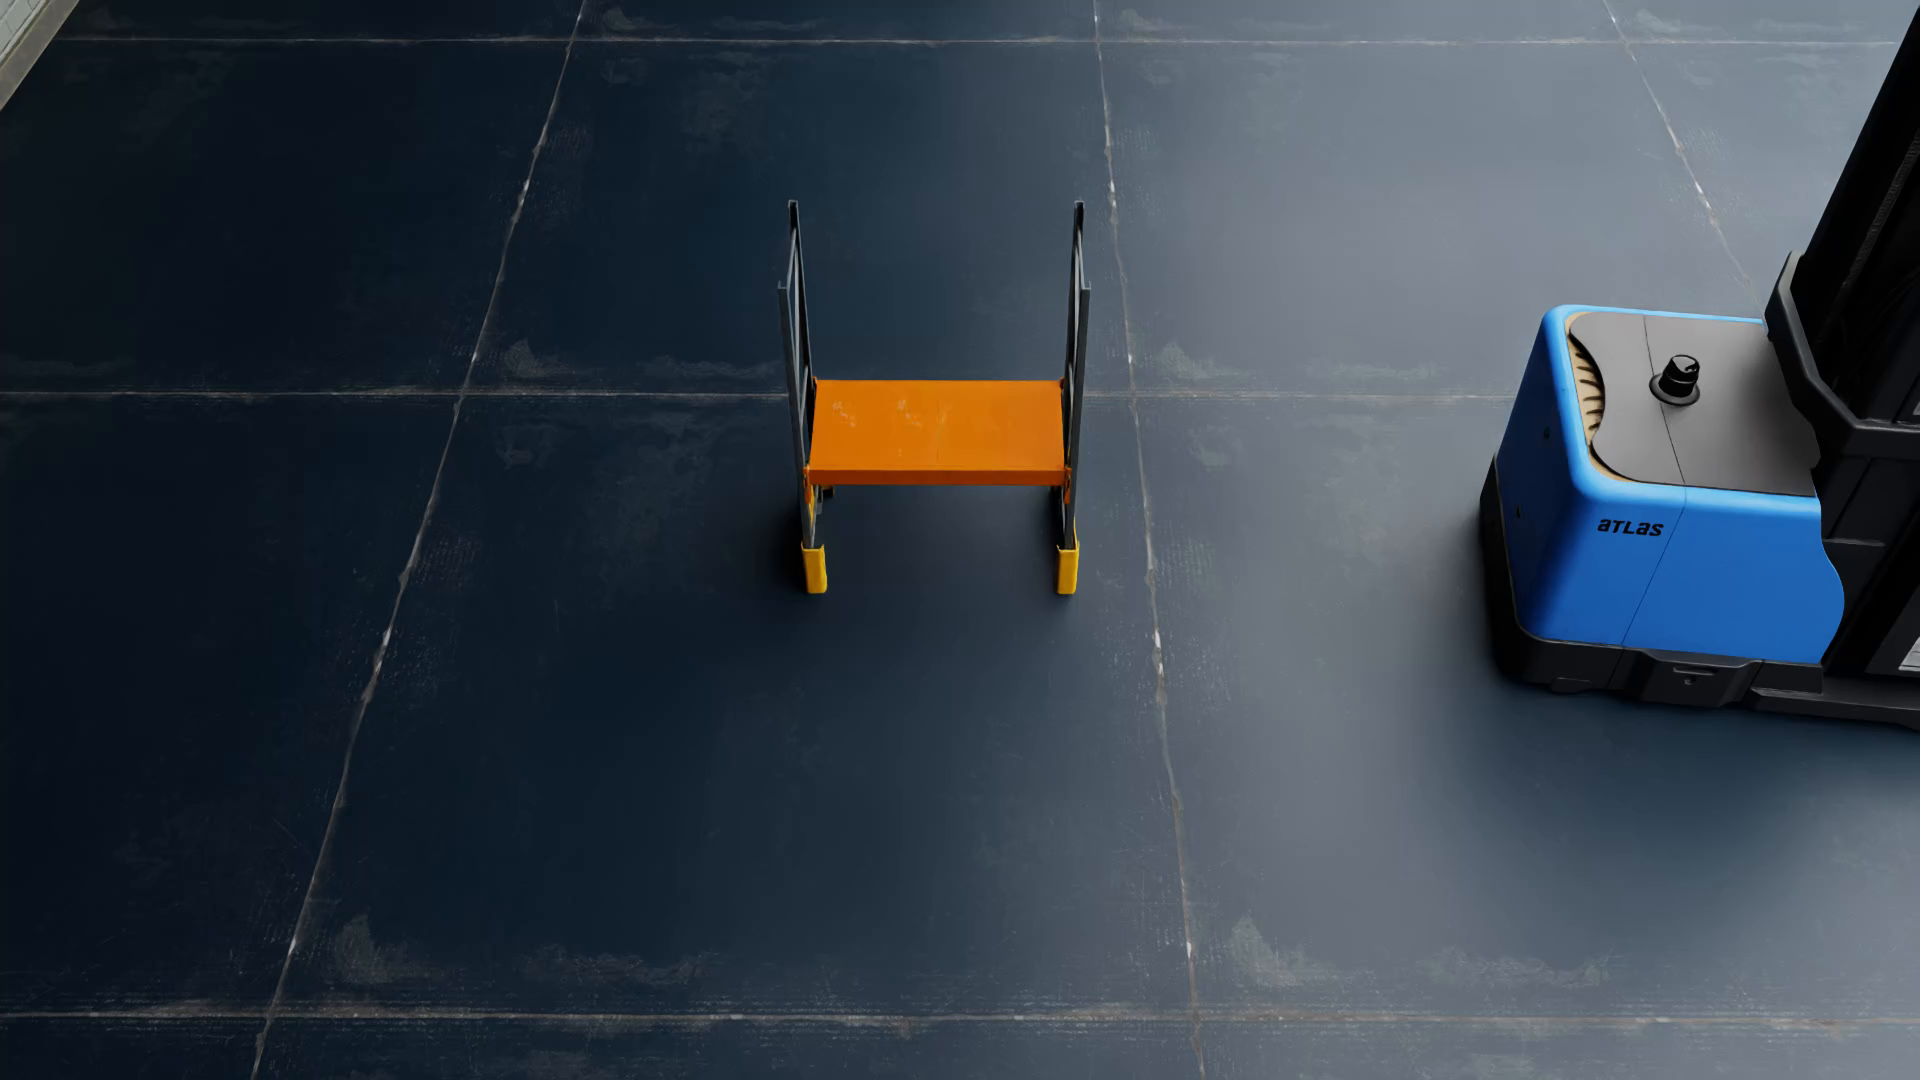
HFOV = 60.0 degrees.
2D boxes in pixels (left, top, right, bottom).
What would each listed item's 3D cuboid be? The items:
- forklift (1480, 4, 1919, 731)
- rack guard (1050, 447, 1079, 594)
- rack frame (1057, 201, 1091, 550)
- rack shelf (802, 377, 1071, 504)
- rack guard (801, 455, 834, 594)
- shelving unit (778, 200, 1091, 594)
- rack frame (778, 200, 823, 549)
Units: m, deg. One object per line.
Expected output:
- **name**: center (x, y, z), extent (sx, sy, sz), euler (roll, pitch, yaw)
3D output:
- **forklift**: center (3.602, -0.669, 5.451), extent (3.031, 2.935, 1.130), euler (5, 47, 5)
- **rack guard**: center (0.422, -0.084, 6.738), extent (0.087, 0.250, 0.587), euler (0, 47, 0)
- **rack frame**: center (0.423, -0.510, 6.281), extent (0.032, 1.500, 0.500), euler (0, 47, 0)
- **rack shelf**: center (-0.085, -0.389, 6.414), extent (1.000, 0.185, 0.538), euler (0, 47, 0)
- **rack guard**: center (-0.574, -0.087, 6.741), extent (0.087, 0.250, 0.587), euler (0, 47, 0)
- **shelving unit**: center (-0.076, -0.511, 6.282), extent (1.083, 1.500, 0.587), euler (0, 47, 0)
- **rack frame**: center (-0.594, -0.513, 6.283), extent (0.032, 1.500, 0.500), euler (0, 47, 0)
